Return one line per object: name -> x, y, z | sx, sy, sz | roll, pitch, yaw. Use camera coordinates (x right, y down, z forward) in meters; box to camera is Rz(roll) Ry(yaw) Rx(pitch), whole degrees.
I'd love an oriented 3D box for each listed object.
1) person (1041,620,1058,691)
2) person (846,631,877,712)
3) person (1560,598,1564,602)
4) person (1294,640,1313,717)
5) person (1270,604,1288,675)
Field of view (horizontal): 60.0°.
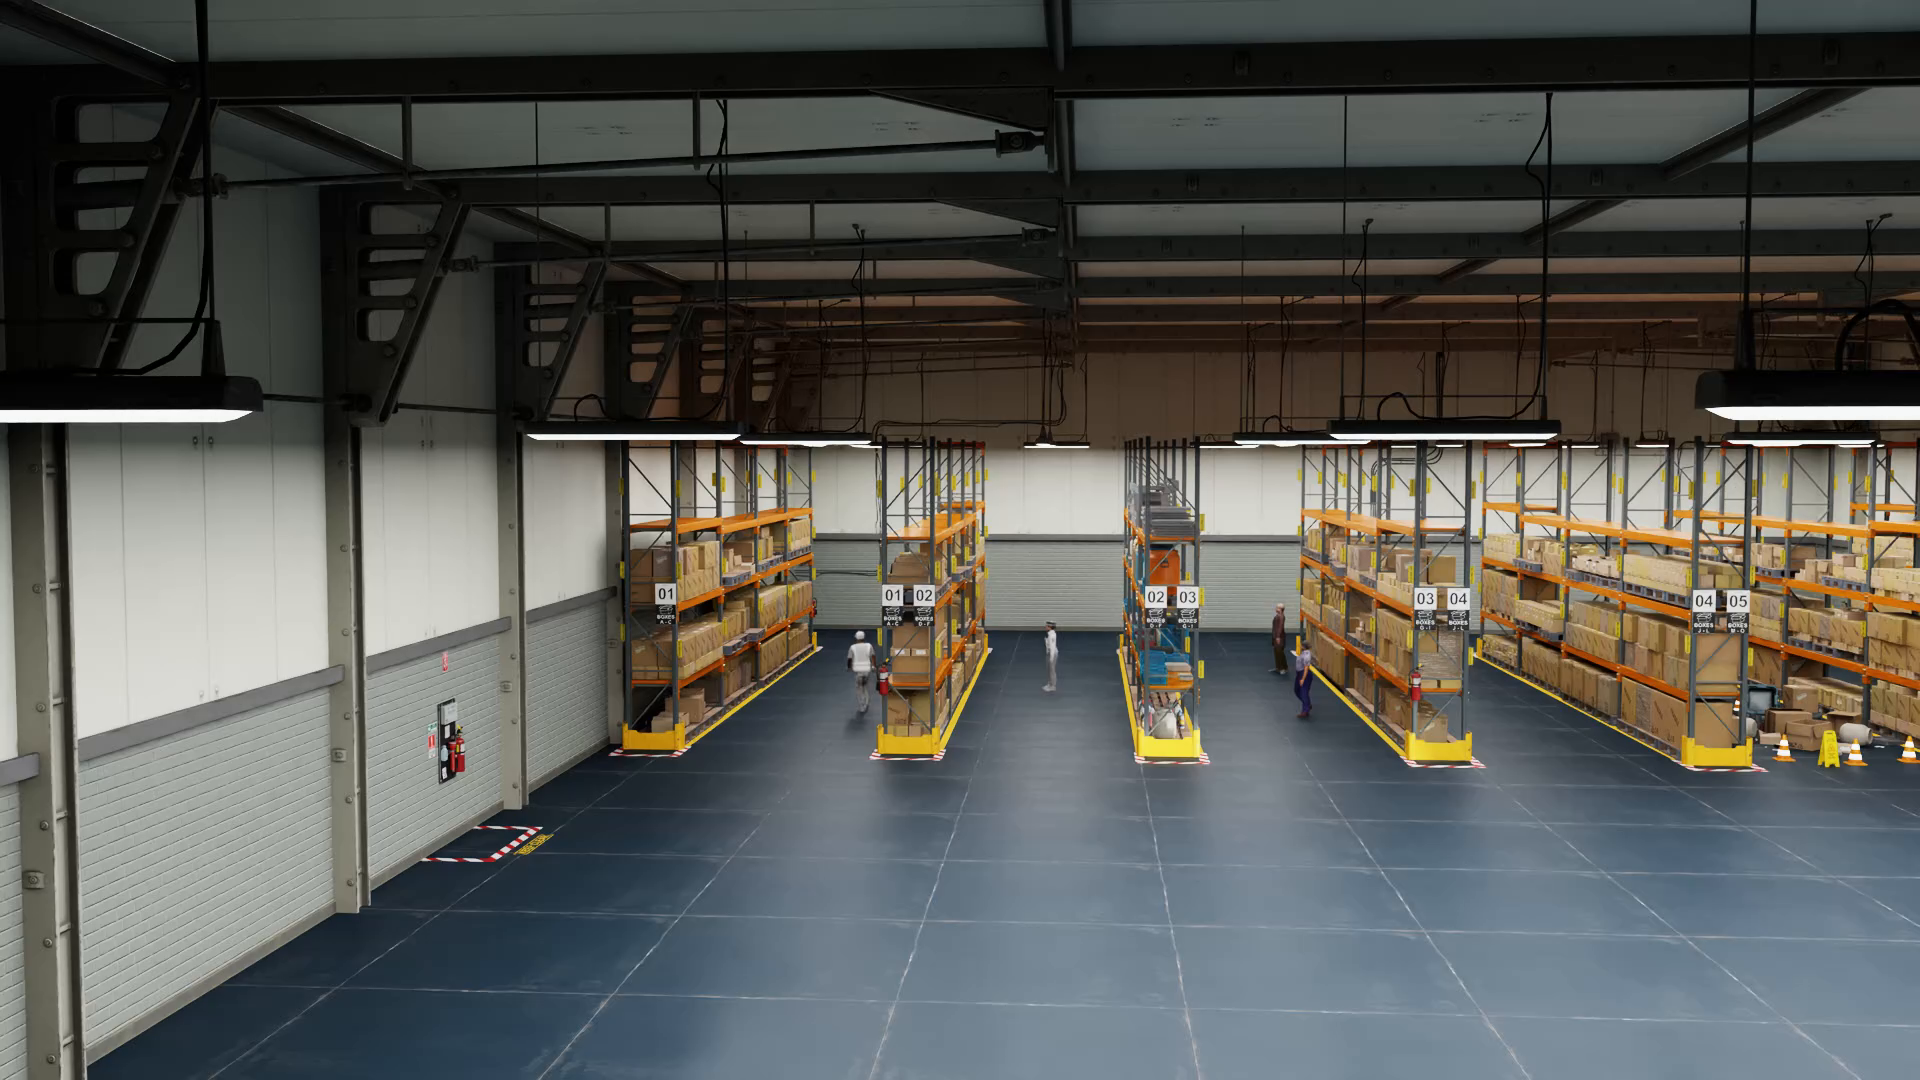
person -> 2.146, 2.754, 39.698 | 0.384, 1.680, 0.537 | 0, 3, -2
person -> -2.205, 2.916, 36.698 | 0.649, 1.828, 0.609 | -2, 4, -30
person -> 16.585, 2.441, 45.889 | 0.433, 1.678, 0.547 | 2, 4, 38
person -> 7.440, 2.998, 35.923 | 0.430, 1.647, 0.588 | 0, 3, -4
person -> 8.229, 2.550, 42.869 | 0.394, 1.819, 0.613 | -1, 3, -18
